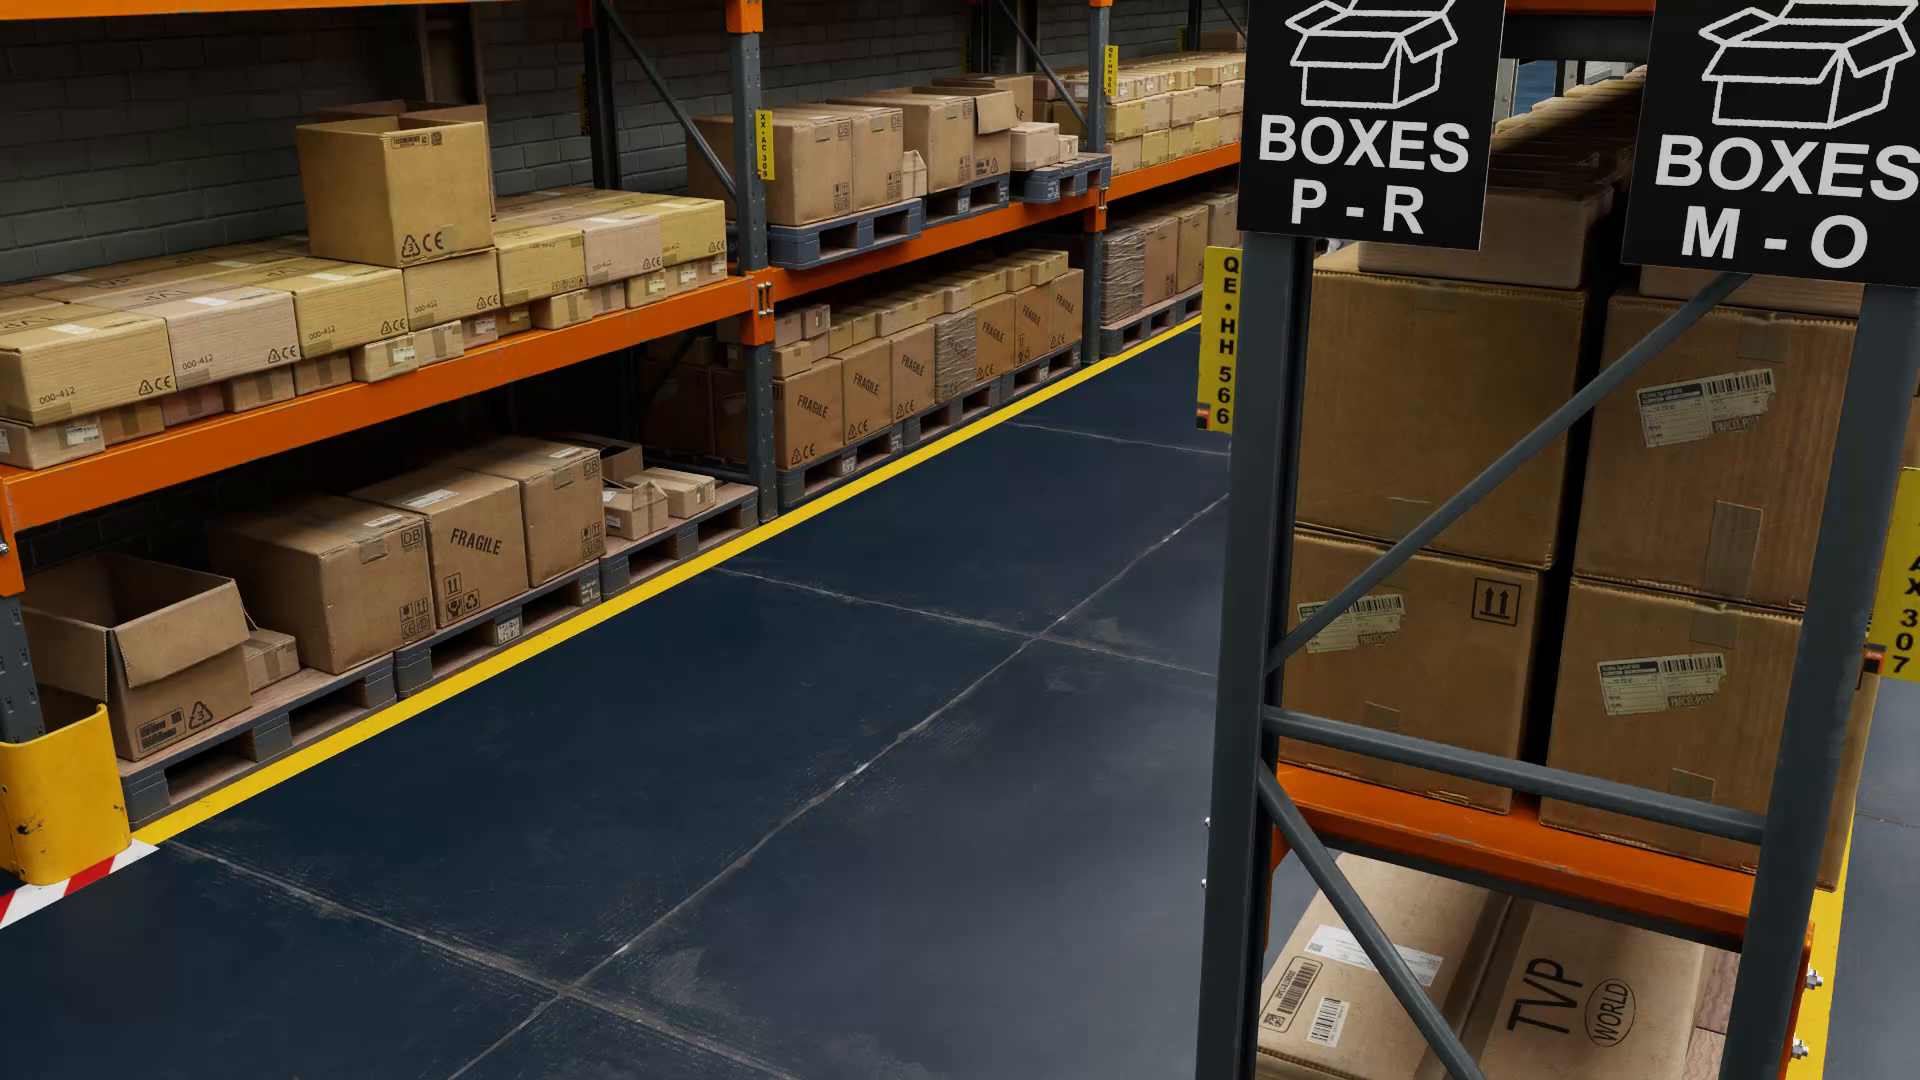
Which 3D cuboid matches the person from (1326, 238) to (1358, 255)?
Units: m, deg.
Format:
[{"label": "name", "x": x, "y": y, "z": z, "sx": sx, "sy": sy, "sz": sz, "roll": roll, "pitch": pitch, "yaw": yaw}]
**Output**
[{"label": "person", "x": 2.568, "y": -1.641, "z": 10.648, "sx": 0.405, "sy": 1.540, "sz": 0.943, "roll": 10, "pitch": 22, "yaw": 27}]
